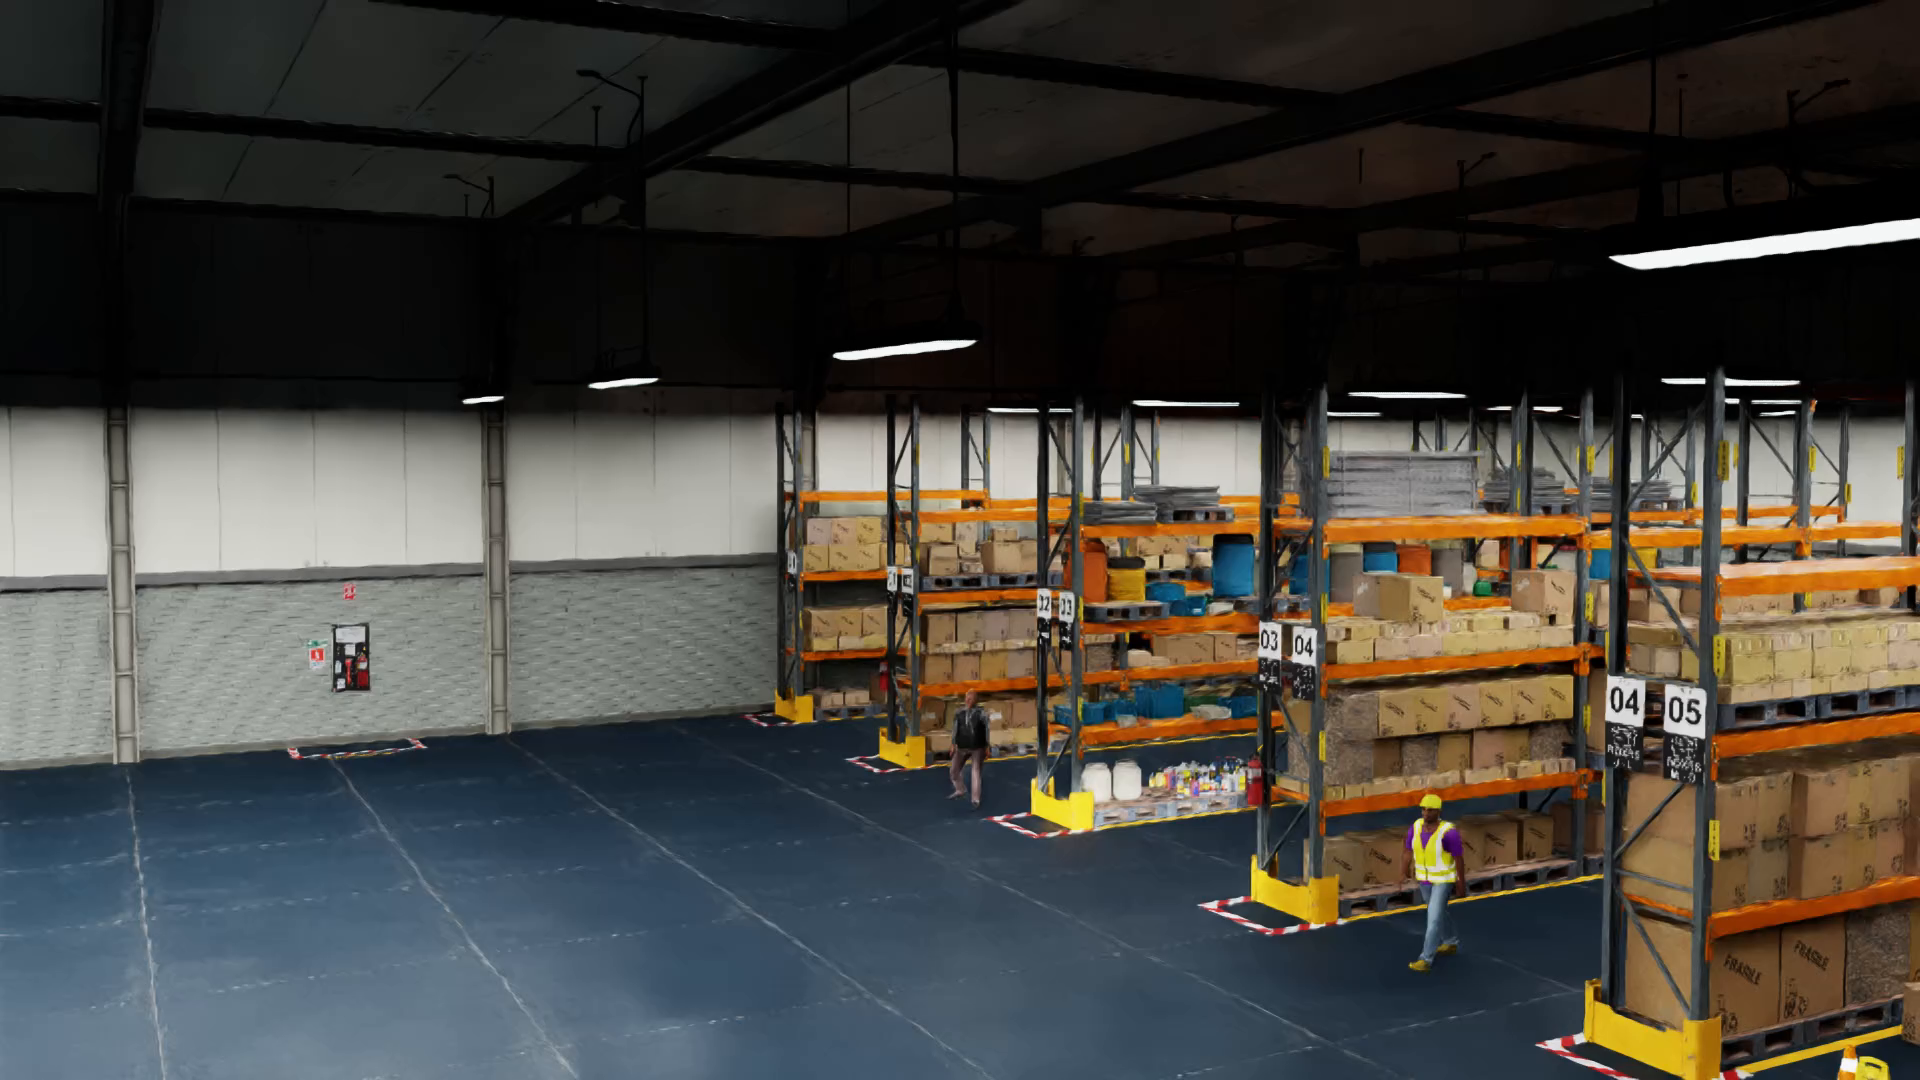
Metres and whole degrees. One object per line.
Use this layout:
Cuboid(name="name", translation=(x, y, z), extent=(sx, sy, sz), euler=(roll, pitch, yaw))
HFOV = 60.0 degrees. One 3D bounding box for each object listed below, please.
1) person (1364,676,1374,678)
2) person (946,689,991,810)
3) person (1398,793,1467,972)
Cuboid(name="person", translation=(7.065, 2.687, 29.347), extent=(1.099, 1.586, 0.451), euler=(-2, 4, -30))
Cuboid(name="person", translation=(0.088, 2.964, 23.756), extent=(0.722, 1.713, 0.518), euler=(1, 3, 22))
Cuboid(name="person", translation=(4.680, 3.365, 16.533), extent=(1.034, 1.709, 0.569), euler=(-2, 4, -36))
